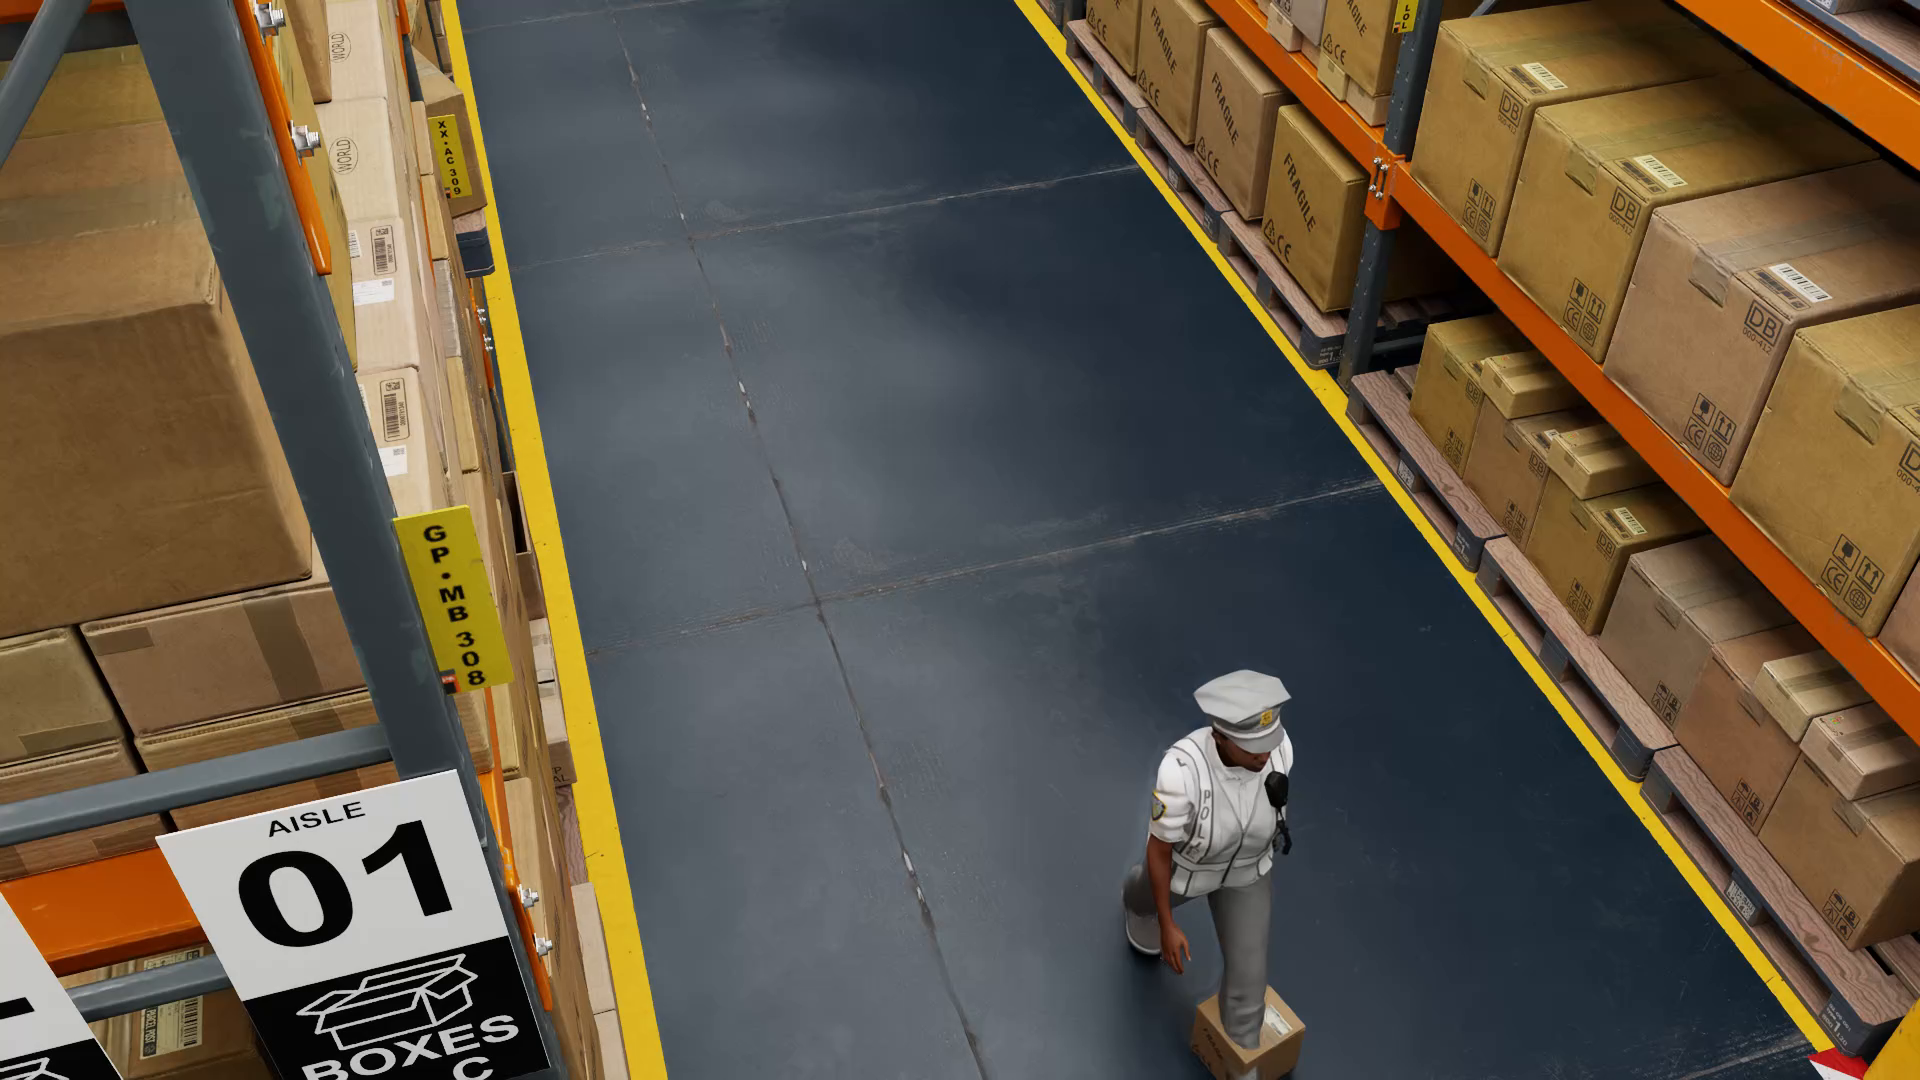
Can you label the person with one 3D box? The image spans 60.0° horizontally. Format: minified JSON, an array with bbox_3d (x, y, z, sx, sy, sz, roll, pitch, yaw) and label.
[{"bbox_3d":[0.766,0.998,5.050,0.474,1.615,1.030,-9,43,-10],"label":"person"}]
